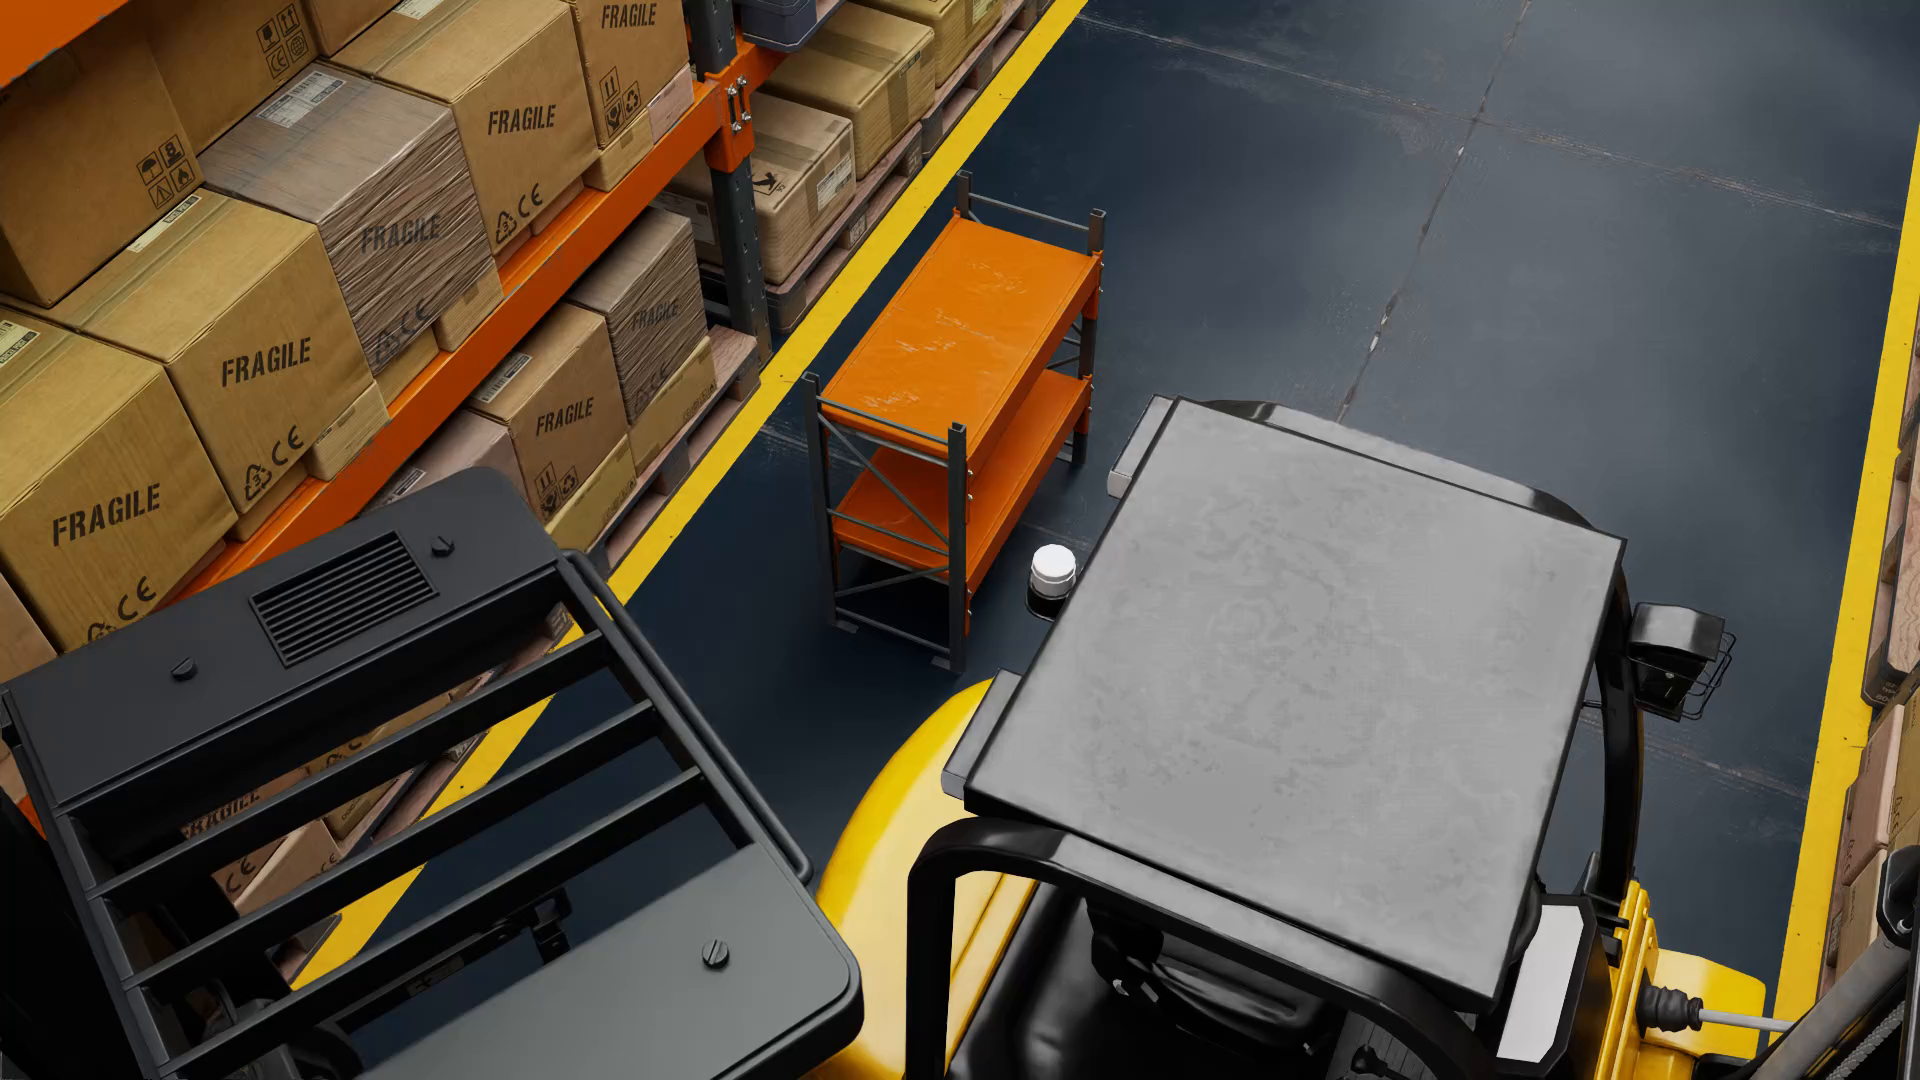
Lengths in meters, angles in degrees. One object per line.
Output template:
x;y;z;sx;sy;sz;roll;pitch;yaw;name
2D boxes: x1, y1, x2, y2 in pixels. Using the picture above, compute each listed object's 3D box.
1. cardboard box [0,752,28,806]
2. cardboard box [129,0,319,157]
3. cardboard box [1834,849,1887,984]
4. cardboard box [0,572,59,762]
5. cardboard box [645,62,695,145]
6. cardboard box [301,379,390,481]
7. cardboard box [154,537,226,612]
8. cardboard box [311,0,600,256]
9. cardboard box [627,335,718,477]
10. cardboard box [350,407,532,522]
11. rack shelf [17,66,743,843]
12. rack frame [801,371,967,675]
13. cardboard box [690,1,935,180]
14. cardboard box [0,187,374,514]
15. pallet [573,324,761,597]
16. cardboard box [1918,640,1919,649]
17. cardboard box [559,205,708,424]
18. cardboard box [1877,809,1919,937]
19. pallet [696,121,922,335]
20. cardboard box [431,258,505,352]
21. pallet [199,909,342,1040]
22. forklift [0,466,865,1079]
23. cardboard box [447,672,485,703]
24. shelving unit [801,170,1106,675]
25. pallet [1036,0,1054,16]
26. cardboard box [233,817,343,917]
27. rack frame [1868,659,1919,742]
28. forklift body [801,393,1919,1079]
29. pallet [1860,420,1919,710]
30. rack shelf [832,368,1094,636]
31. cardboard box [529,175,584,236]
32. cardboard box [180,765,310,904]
-2.134;0.380;3.622;0.380;0.149;0.250;21;53;17;cardboard box
-2.050;-1.333;3.998;0.700;0.500;0.500;19;52;15;cardboard box
2.591;1.153;4.329;0.500;0.250;0.500;19;52;15;cardboard box
-2.227;0.237;3.318;0.500;0.500;0.500;21;53;17;cardboard box
-1.051;-1.393;5.130;0.380;0.149;0.250;19;52;16;cardboard box
-1.696;-0.337;4.232;0.380;0.149;0.250;20;53;16;cardboard box
-1.996;-0.011;3.954;0.380;0.149;0.250;21;53;17;cardboard box
-1.368;-1.180;4.523;0.500;0.500;0.500;21;53;17;cardboard box
-1.199;-0.545;5.774;0.500;0.250;0.500;22;53;18;cardboard box
-1.632;-0.085;4.890;0.500;0.500;0.500;22;53;18;cardboard box
-2.044;-0.184;4.410;1.077;0.370;4.000;20;52;16;rack shelf
-0.214;-0.019;5.028;0.500;1.125;0.032;20;52;16;rack frame
-0.664;-1.937;6.879;0.950;0.372;0.625;23;53;18;cardboard box
-1.800;-0.467;3.917;0.500;0.500;0.500;19;52;15;cardboard box
-1.444;-0.417;5.966;1.003;0.211;1.213;20;52;16;pallet
3.513;0.088;4.989;0.875;0.625;0.625;22;53;18;cardboard box
-1.200;-0.788;5.488;0.500;0.500;0.500;19;52;16;cardboard box
2.601;0.991;4.139;0.500;0.250;0.500;20;52;16;cardboard box
-0.858;-1.428;6.826;1.003;0.211;1.213;20;52;16;pallet
-1.482;-0.692;4.534;0.380;0.149;0.250;19;52;16;cardboard box
-2.487;1.263;4.537;1.003;0.211;1.213;20;52;16;pallet
-0.790;1.073;2.913;3.031;2.935;1.130;-28;55;-22;forklift
-1.639;0.174;5.162;0.500;0.250;0.500;21;53;17;cardboard box
0.003;-0.369;5.326;0.538;1.125;1.048;20;52;16;shelving unit
0.184;-3.108;8.256;1.003;0.211;1.213;20;52;16;pallet
-2.079;0.900;4.544;0.500;0.250;0.500;22;53;17;cardboard box
3.300;-0.182;3.935;1.000;3.000;0.127;20;52;16;rack frame
0.752;0.948;3.531;2.313;2.155;1.214;20;52;16;forklift body
3.580;0.201;5.440;1.003;0.211;1.213;20;52;16;pallet
0.003;-0.211;5.512;0.538;0.278;1.000;20;52;16;rack shelf
-1.333;-1.064;4.851;0.380;0.149;0.250;20;52;16;cardboard box
-2.075;0.628;4.283;0.500;0.500;0.500;18;52;15;cardboard box
